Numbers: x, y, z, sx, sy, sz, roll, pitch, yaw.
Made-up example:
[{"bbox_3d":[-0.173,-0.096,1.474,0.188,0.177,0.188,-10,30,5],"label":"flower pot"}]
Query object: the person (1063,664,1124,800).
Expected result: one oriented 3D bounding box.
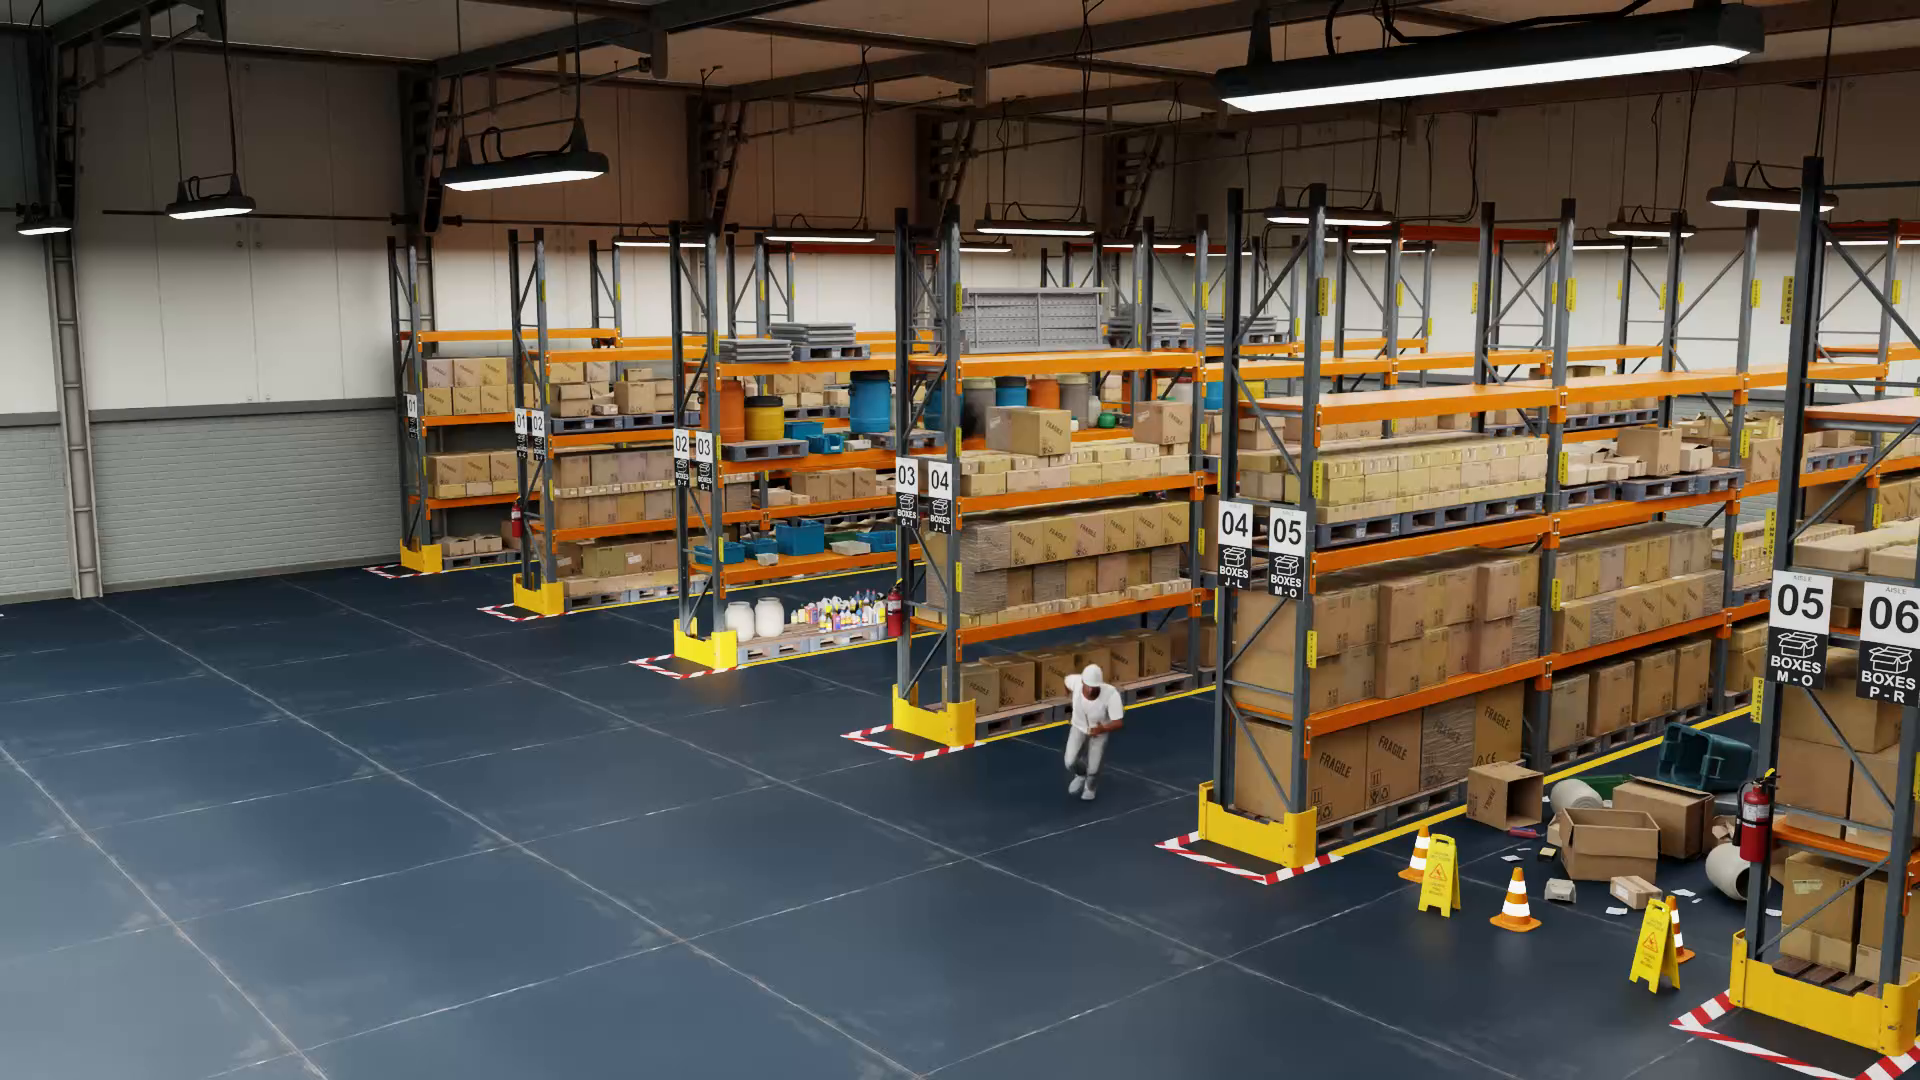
[{"bbox_3d":[1.280,1.901,16.401,0.733,1.510,1.010,3,9,17],"label":"person"}]
